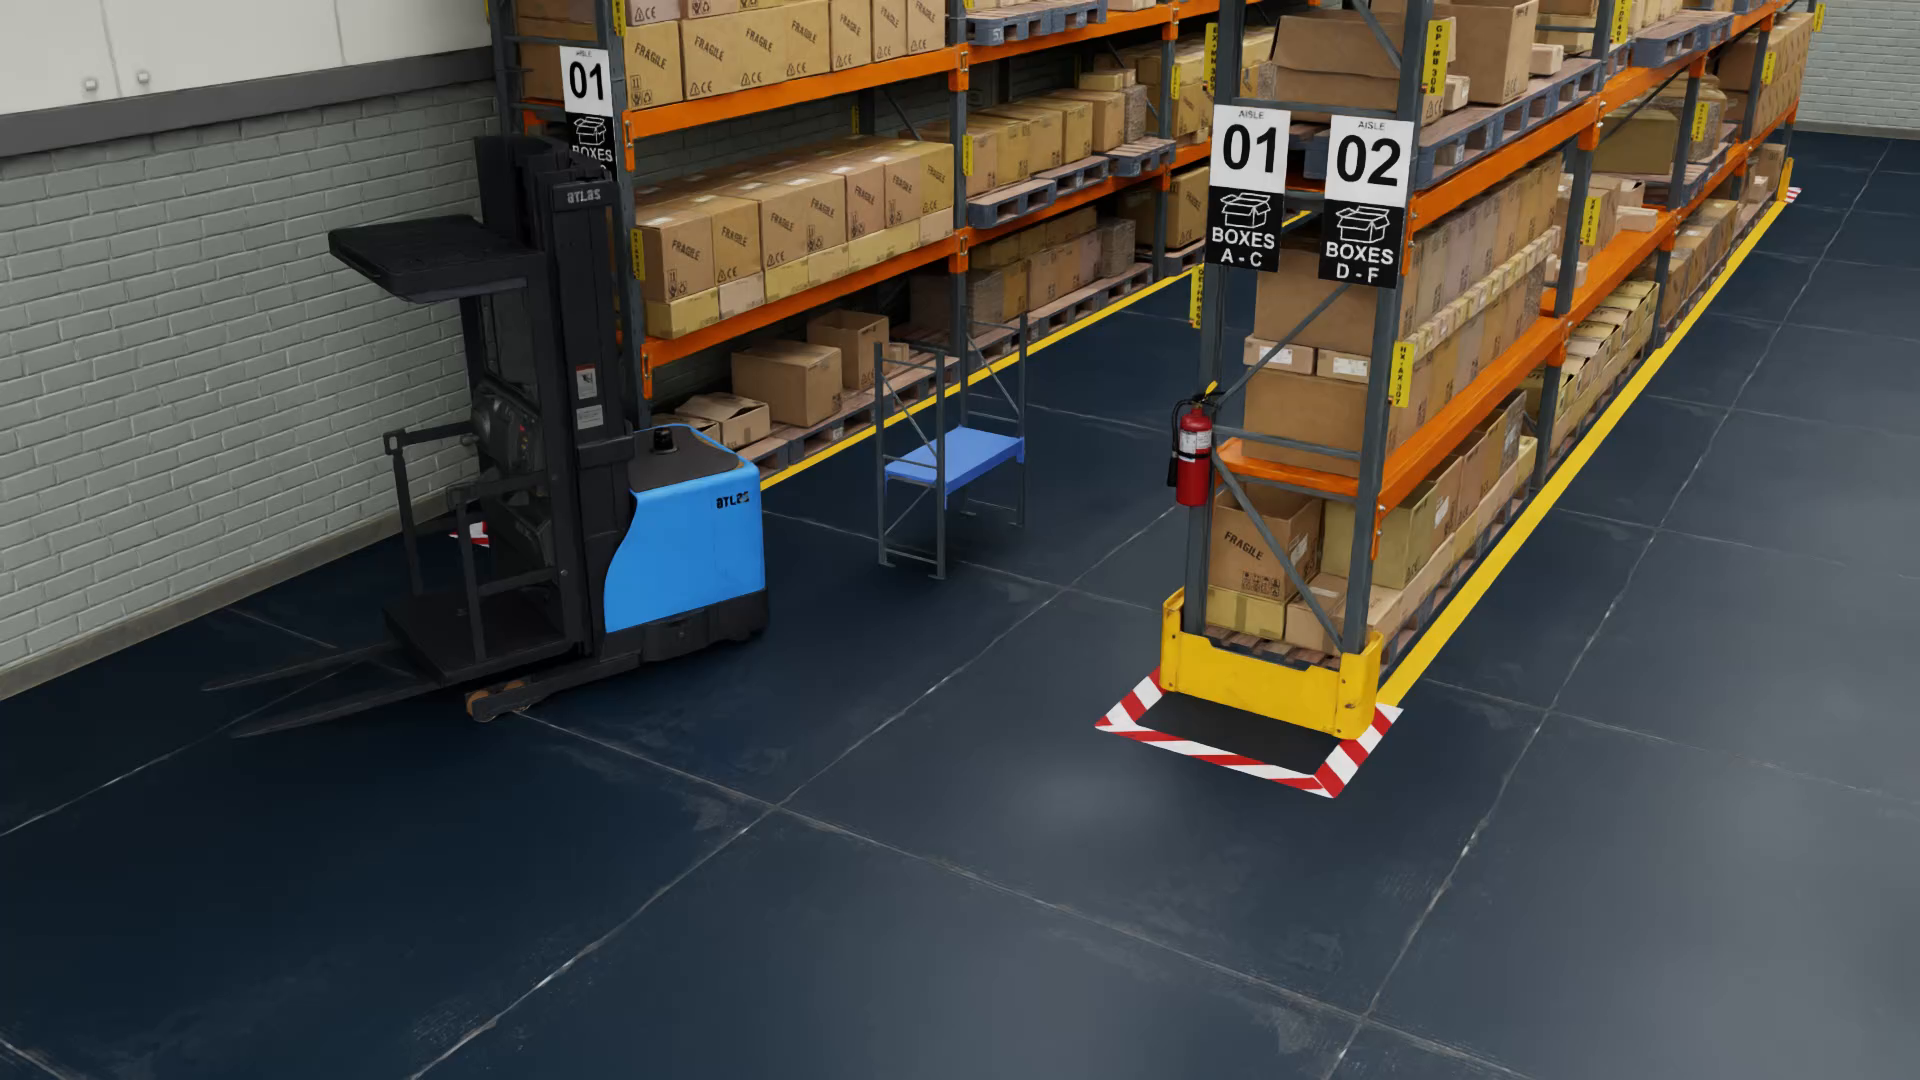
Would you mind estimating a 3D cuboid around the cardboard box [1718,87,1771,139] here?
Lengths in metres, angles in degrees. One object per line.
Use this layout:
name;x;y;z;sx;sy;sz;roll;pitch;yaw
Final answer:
cardboard box;8.526;-4.707;18.222;0.500;0.500;0.500;15;27;30

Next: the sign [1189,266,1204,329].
sign;1.243;-1.255;8.617;0.100;0.325;0.005;14;27;29

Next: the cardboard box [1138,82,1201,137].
cardboard box;2.179;-4.535;17.425;0.500;0.500;0.500;15;27;30

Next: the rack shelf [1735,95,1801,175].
rack shelf;9.081;-4.891;19.679;1.077;0.370;4.000;14;27;29

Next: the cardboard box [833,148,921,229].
cardboard box;-0.649;-2.774;13.101;0.500;0.500;0.500;14;27;29

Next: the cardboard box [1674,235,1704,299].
cardboard box;6.939;-2.691;16.283;0.500;0.500;0.500;13;27;28

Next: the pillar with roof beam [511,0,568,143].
pillar with roof beam;0.778;-3.802;8.704;9.100;9.000;0.400;14;27;29

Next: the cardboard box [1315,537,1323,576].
cardboard box;1.982;0.159;10.040;0.500;0.250;0.500;14;27;29

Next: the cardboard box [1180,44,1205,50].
cardboard box;2.708;-5.219;18.061;0.500;0.250;0.500;14;27;29

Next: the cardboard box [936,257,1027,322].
cardboard box;0.200;-2.375;15.553;0.700;0.500;0.500;13;27;28

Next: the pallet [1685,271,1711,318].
pallet;6.986;-2.571;16.923;1.003;0.211;1.213;14;27;29

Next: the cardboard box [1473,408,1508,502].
cardboard box;3.213;-0.583;10.810;0.500;0.500;0.500;14;27;29

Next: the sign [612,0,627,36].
sign;-2.053;-3.197;9.984;0.100;0.325;0.005;14;27;29

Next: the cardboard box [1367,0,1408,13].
cardboard box;2.830;-2.998;9.789;0.797;0.503;0.637;17;29;35

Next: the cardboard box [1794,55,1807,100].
cardboard box;10.131;-5.734;20.594;0.500;0.500;0.500;15;27;31

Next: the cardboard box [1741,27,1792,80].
cardboard box;9.057;-5.499;18.792;0.500;0.500;0.500;13;27;27

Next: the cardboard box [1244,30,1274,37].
cardboard box;3.509;-5.737;19.258;0.500;0.250;0.500;15;27;30

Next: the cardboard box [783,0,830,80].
cardboard box;-1.277;-3.560;11.772;0.500;0.500;0.500;16;28;32

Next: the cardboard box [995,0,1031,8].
cardboard box;0.277;-4.787;14.340;0.500;0.311;0.500;15;27;31

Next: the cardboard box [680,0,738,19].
cardboard box;-1.797;-3.661;10.747;0.500;0.500;0.500;14;27;28

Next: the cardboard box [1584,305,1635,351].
cardboard box;5.312;-1.810;13.881;0.500;0.311;0.500;14;27;29

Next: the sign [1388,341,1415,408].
sign;2.165;-0.812;8.160;0.100;0.325;0.005;14;27;29

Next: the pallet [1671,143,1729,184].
pallet;6.938;-3.766;16.414;1.003;0.211;1.213;14;27;29

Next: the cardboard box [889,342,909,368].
cardboard box;-0.661;-1.598;14.178;0.380;0.166;0.250;10;25;22

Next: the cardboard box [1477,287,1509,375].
cardboard box;3.037;-1.393;10.567;0.700;0.500;0.500;14;27;30

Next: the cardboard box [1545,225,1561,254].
cardboard box;3.845;-2.053;11.275;0.380;0.149;0.250;14;27;29

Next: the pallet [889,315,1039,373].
pallet;0.005;-1.867;15.296;1.003;0.211;1.213;14;27;29

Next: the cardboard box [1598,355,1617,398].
cardboard box;5.040;-1.381;13.596;0.500;0.250;0.500;14;27;30

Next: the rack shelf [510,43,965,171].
rack shelf;-1.459;-3.255;12.122;1.077;0.370;4.000;14;27;29

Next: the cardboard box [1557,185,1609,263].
cardboard box;4.767;-2.495;13.111;0.500;0.500;0.500;14;27;29

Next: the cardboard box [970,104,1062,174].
cardboard box;0.515;-3.711;15.368;0.700;0.500;0.500;18;29;36

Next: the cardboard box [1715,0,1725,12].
cardboard box;6.387;-4.945;14.996;0.910;0.500;0.500;14;27;29

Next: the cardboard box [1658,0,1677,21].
cardboard box;5.464;-4.351;13.410;0.500;0.250;0.500;15;27;30

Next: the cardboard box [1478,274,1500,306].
cardboard box;3.036;-1.535;10.077;0.380;0.149;0.250;15;28;31

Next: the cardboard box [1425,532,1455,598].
cardboard box;2.693;0.100;10.175;0.500;0.250;0.500;14;27;29

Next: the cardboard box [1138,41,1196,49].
cardboard box;2.274;-5.323;18.301;0.500;0.250;0.500;13;27;28

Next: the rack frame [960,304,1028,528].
rack frame;0.223;-0.831;11.282;0.500;1.500;0.032;14;27;29

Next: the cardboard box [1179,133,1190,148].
cardboard box;2.217;-4.273;17.636;0.380;0.149;0.250;14;27;30

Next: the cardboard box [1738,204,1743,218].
cardboard box;8.879;-3.838;19.354;0.380;0.166;0.250;14;27;29

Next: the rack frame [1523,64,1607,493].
rack frame;3.806;-1.846;11.739;1.000;3.000;0.127;14;27;29

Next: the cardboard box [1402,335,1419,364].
cardboard box;2.223;-1.017;8.881;0.380;0.149;0.250;13;27;28

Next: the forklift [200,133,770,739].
forklift;-2.633;-0.600;8.946;3.031;2.935;1.130;-16;28;-32

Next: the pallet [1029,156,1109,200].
pallet;0.696;-3.468;15.728;1.003;0.211;1.213;14;27;29

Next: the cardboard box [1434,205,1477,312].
cardboard box;2.519;-1.659;9.548;0.700;0.500;0.500;14;27;29

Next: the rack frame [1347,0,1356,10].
rack frame;5.926;-6.933;23.490;1.000;3.000;0.127;14;27;29

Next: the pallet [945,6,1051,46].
pallet;0.012;-4.360;14.005;1.213;0.211;1.003;14;27;29

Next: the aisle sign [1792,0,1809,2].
aisle sign;10.432;-7.048;20.483;0.394;0.787;0.004;14;27;29

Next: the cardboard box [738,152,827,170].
cardboard box;-1.373;-2.712;12.959;0.500;0.500;0.500;15;27;30

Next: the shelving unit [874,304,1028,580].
shelving unit;-0.045;-0.659;10.886;0.538;1.500;1.048;14;27;29

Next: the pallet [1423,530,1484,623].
pallet;2.708;0.106;10.739;1.003;0.211;1.213;14;27;29

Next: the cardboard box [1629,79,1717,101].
cardboard box;7.277;-4.427;17.045;0.700;0.500;0.500;19;30;37

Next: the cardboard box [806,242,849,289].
cardboard box;-1.183;-2.091;12.467;0.500;0.250;0.500;14;27;29

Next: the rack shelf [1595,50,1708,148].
rack shelf;4.861;-3.568;12.846;1.077;0.370;4.000;14;27;29
